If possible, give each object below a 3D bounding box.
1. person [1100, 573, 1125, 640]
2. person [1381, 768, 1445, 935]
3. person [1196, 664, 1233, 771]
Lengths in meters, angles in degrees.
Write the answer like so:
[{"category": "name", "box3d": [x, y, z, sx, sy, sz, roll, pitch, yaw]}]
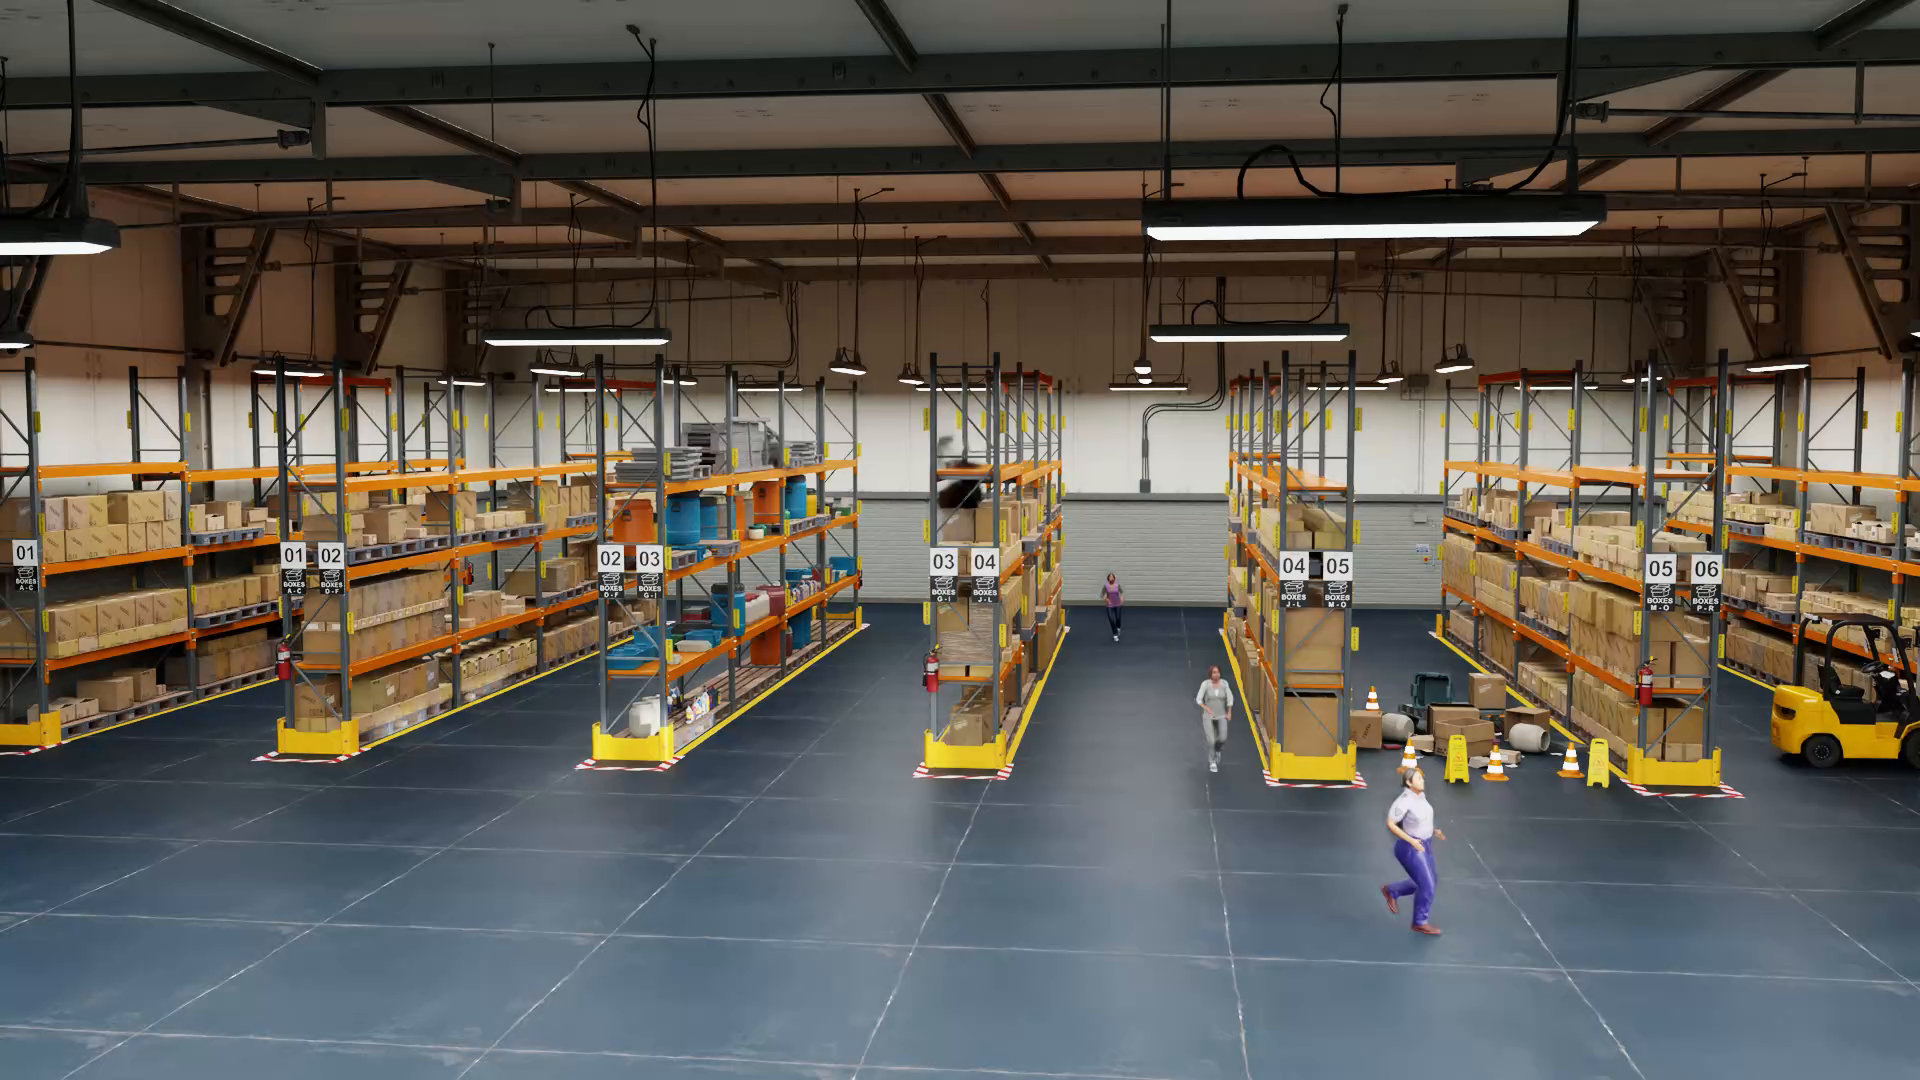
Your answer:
[{"category": "person", "box3d": [3.503, 1.529, 38.200, 0.571, 1.554, 0.481, 0, 4, 2]}, {"category": "person", "box3d": [4.441, 3.048, 16.408, 0.688, 1.587, 0.613, 3, 5, 39]}, {"category": "person", "box3d": [3.661, 2.554, 23.819, 0.553, 1.555, 0.546, 0, 4, -1]}]
